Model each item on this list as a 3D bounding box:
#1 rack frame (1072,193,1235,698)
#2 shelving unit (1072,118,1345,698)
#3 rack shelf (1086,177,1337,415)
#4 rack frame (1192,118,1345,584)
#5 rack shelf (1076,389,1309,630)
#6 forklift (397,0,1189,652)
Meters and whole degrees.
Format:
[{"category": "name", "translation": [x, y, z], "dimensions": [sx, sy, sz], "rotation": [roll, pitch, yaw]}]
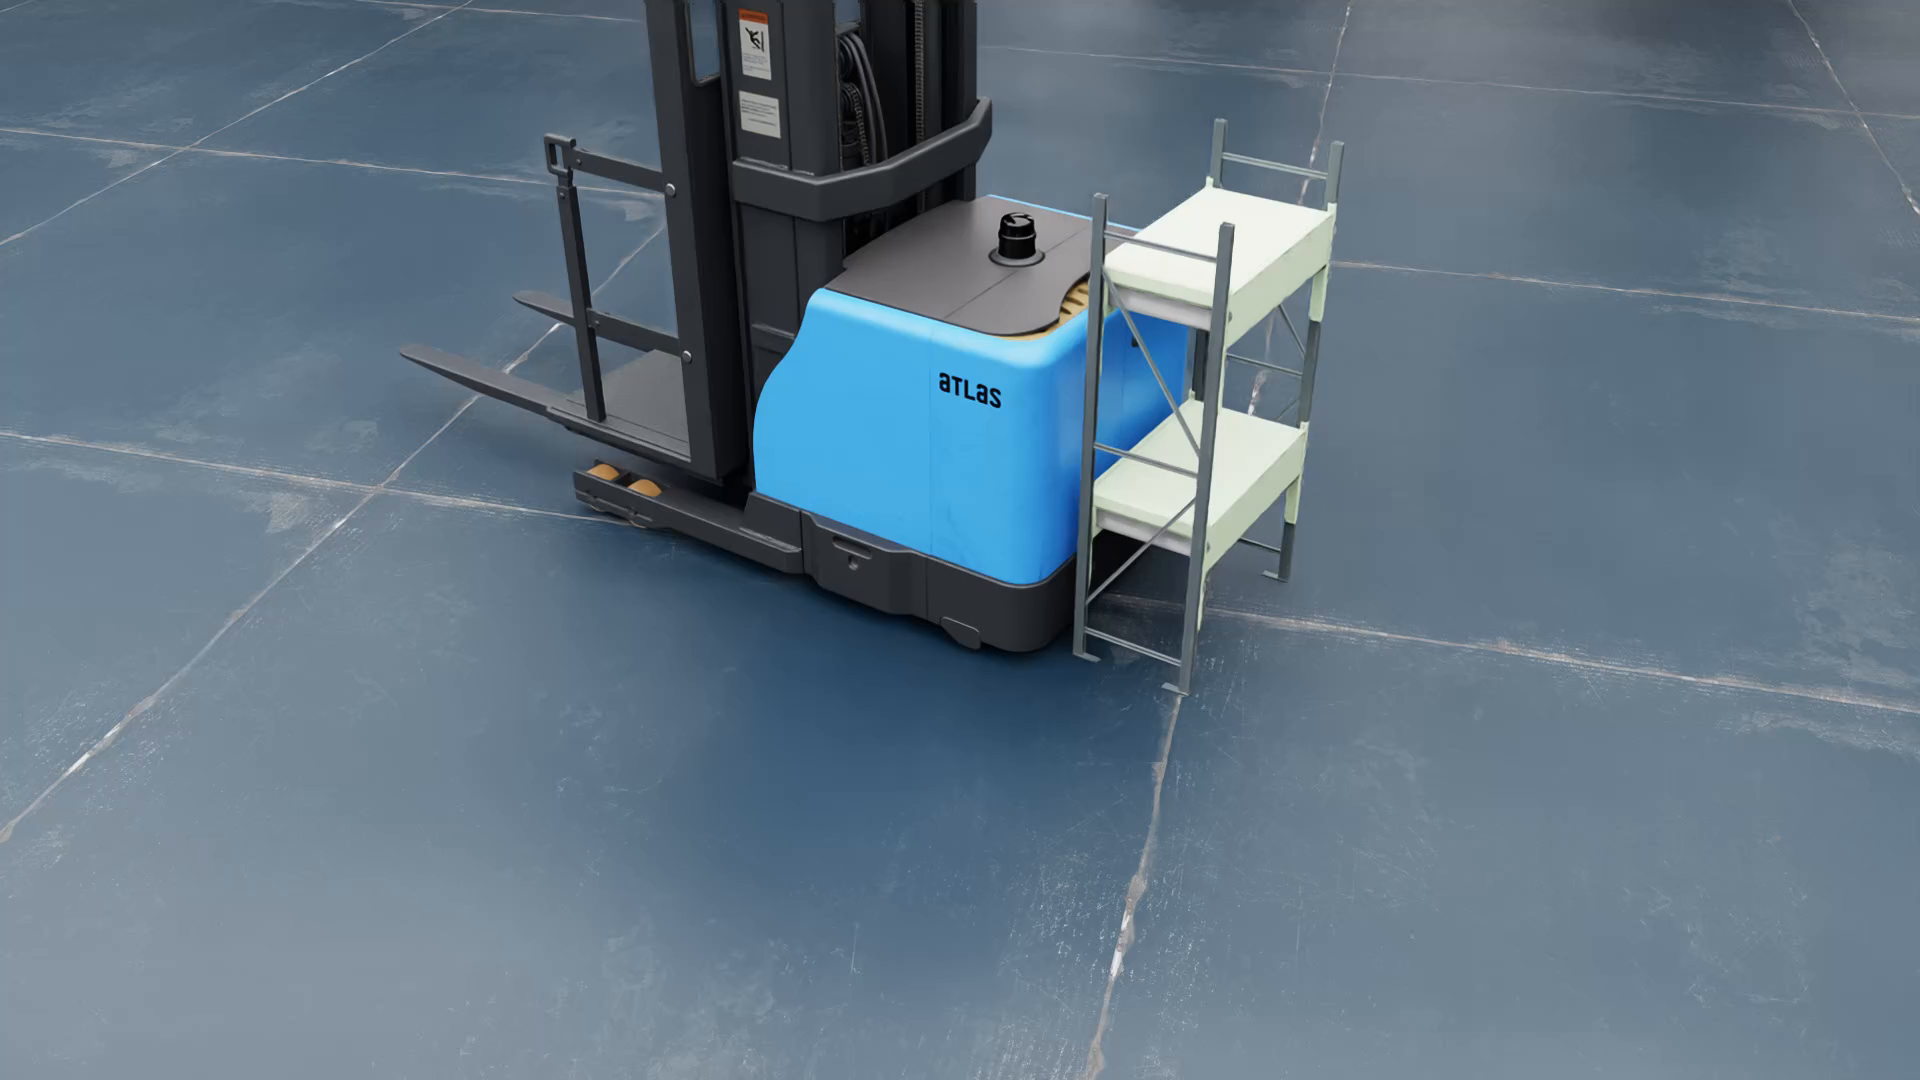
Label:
[{"category": "rack frame", "translation": [0.525, -0.222, 4.701], "dimensions": [0.400, 1.500, 0.023], "rotation": [19, 37, 27]}, {"category": "shelving unit", "translation": [0.724, -0.386, 4.960], "dimensions": [0.431, 1.500, 0.755], "rotation": [19, 37, 27]}, {"category": "rack shelf", "translation": [0.724, -0.716, 4.750], "dimensions": [0.431, 0.370, 0.720], "rotation": [19, 37, 27]}, {"category": "rack frame", "translation": [0.923, -0.551, 5.219], "dimensions": [0.400, 1.500, 0.023], "rotation": [19, 37, 27]}, {"category": "rack shelf", "translation": [0.724, -0.111, 5.135], "dimensions": [0.431, 0.370, 0.720], "rotation": [19, 37, 27]}, {"category": "forklift", "translation": [-0.759, -1.494, 5.368], "dimensions": [3.031, 2.935, 1.130], "rotation": [20, 37, 28]}]
